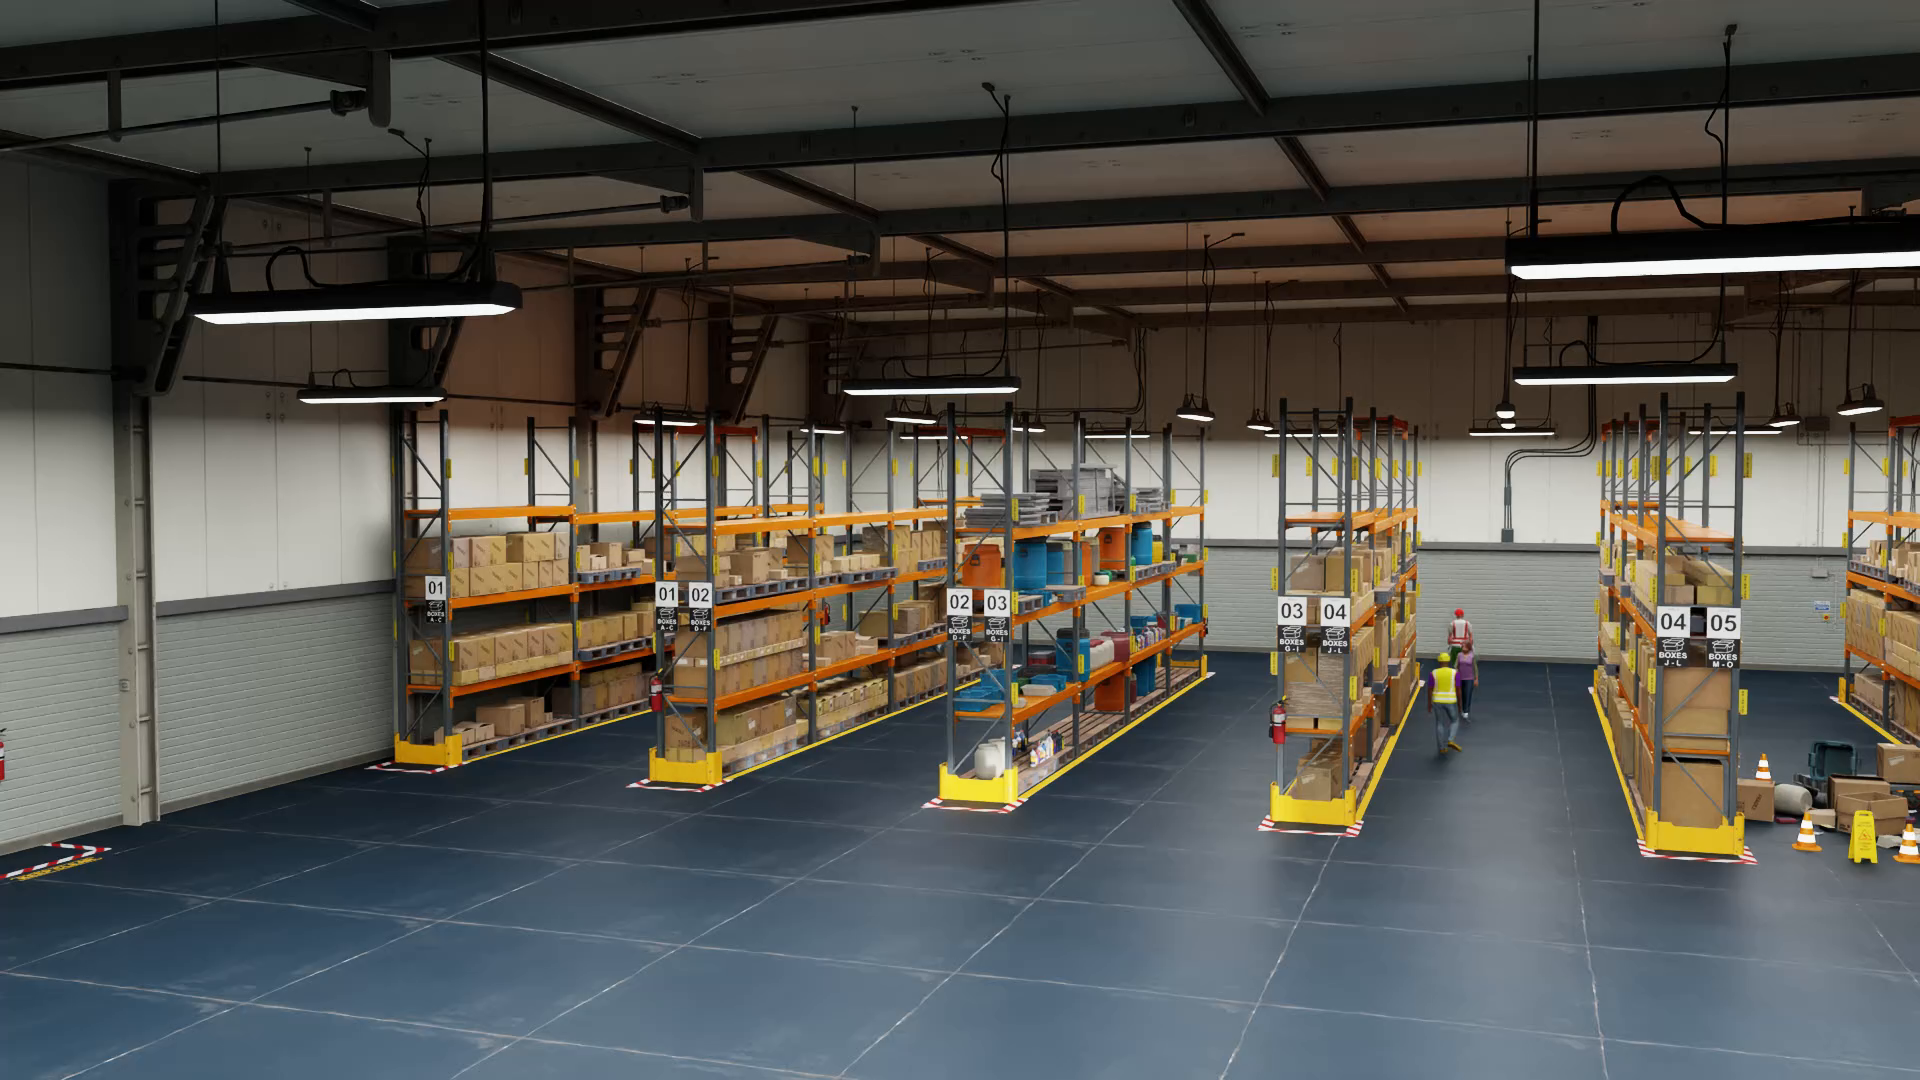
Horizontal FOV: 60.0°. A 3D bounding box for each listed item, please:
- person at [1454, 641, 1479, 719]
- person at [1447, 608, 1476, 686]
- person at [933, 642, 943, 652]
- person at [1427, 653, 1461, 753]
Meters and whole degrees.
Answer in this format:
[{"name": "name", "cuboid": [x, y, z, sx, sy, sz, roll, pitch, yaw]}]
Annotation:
[{"name": "person", "cuboid": [10.075, 2.788, 33.210, 0.450, 1.545, 0.950, 2, 3, 32]}, {"name": "person", "cuboid": [11.617, 2.471, 38.475, 0.677, 1.787, 0.400, 1, 3, 14]}, {"name": "person", "cuboid": [-0.409, 2.167, 45.230, 0.603, 1.719, 1.050, 1, 3, 14]}, {"name": "person", "cuboid": [8.530, 2.868, 29.270, 0.590, 1.766, 0.477, 1, 3, 24]}]
